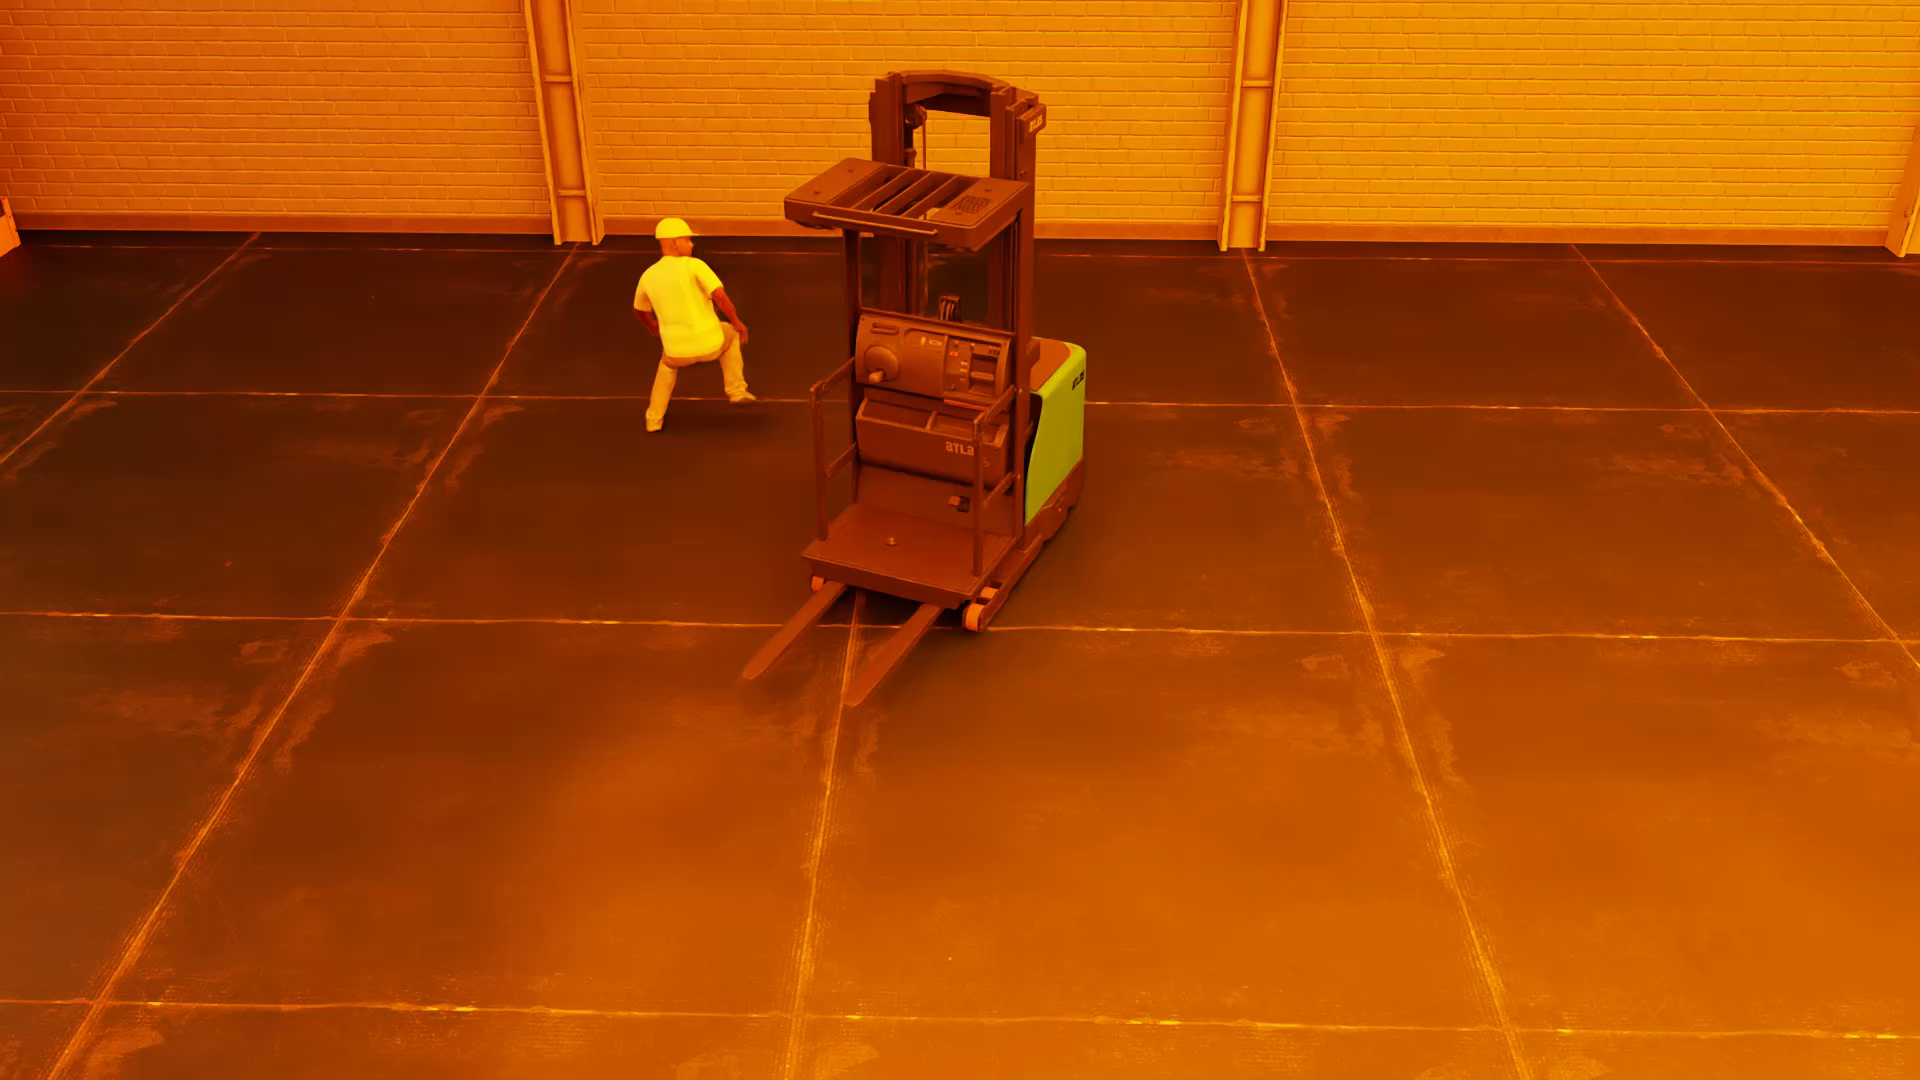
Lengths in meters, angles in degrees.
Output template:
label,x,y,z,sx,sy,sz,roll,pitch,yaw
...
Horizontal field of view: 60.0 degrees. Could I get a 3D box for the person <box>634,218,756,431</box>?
label,x,y,z,sx,sy,sz,roll,pitch,yaw
person,-1.858,-1.483,11.584,0.835,1.523,0.683,3,31,5

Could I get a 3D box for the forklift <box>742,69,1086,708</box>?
label,x,y,z,sx,sy,sz,roll,pitch,yaw
forklift,-0.246,-0.979,9.274,1.130,2.935,3.031,13,33,20
